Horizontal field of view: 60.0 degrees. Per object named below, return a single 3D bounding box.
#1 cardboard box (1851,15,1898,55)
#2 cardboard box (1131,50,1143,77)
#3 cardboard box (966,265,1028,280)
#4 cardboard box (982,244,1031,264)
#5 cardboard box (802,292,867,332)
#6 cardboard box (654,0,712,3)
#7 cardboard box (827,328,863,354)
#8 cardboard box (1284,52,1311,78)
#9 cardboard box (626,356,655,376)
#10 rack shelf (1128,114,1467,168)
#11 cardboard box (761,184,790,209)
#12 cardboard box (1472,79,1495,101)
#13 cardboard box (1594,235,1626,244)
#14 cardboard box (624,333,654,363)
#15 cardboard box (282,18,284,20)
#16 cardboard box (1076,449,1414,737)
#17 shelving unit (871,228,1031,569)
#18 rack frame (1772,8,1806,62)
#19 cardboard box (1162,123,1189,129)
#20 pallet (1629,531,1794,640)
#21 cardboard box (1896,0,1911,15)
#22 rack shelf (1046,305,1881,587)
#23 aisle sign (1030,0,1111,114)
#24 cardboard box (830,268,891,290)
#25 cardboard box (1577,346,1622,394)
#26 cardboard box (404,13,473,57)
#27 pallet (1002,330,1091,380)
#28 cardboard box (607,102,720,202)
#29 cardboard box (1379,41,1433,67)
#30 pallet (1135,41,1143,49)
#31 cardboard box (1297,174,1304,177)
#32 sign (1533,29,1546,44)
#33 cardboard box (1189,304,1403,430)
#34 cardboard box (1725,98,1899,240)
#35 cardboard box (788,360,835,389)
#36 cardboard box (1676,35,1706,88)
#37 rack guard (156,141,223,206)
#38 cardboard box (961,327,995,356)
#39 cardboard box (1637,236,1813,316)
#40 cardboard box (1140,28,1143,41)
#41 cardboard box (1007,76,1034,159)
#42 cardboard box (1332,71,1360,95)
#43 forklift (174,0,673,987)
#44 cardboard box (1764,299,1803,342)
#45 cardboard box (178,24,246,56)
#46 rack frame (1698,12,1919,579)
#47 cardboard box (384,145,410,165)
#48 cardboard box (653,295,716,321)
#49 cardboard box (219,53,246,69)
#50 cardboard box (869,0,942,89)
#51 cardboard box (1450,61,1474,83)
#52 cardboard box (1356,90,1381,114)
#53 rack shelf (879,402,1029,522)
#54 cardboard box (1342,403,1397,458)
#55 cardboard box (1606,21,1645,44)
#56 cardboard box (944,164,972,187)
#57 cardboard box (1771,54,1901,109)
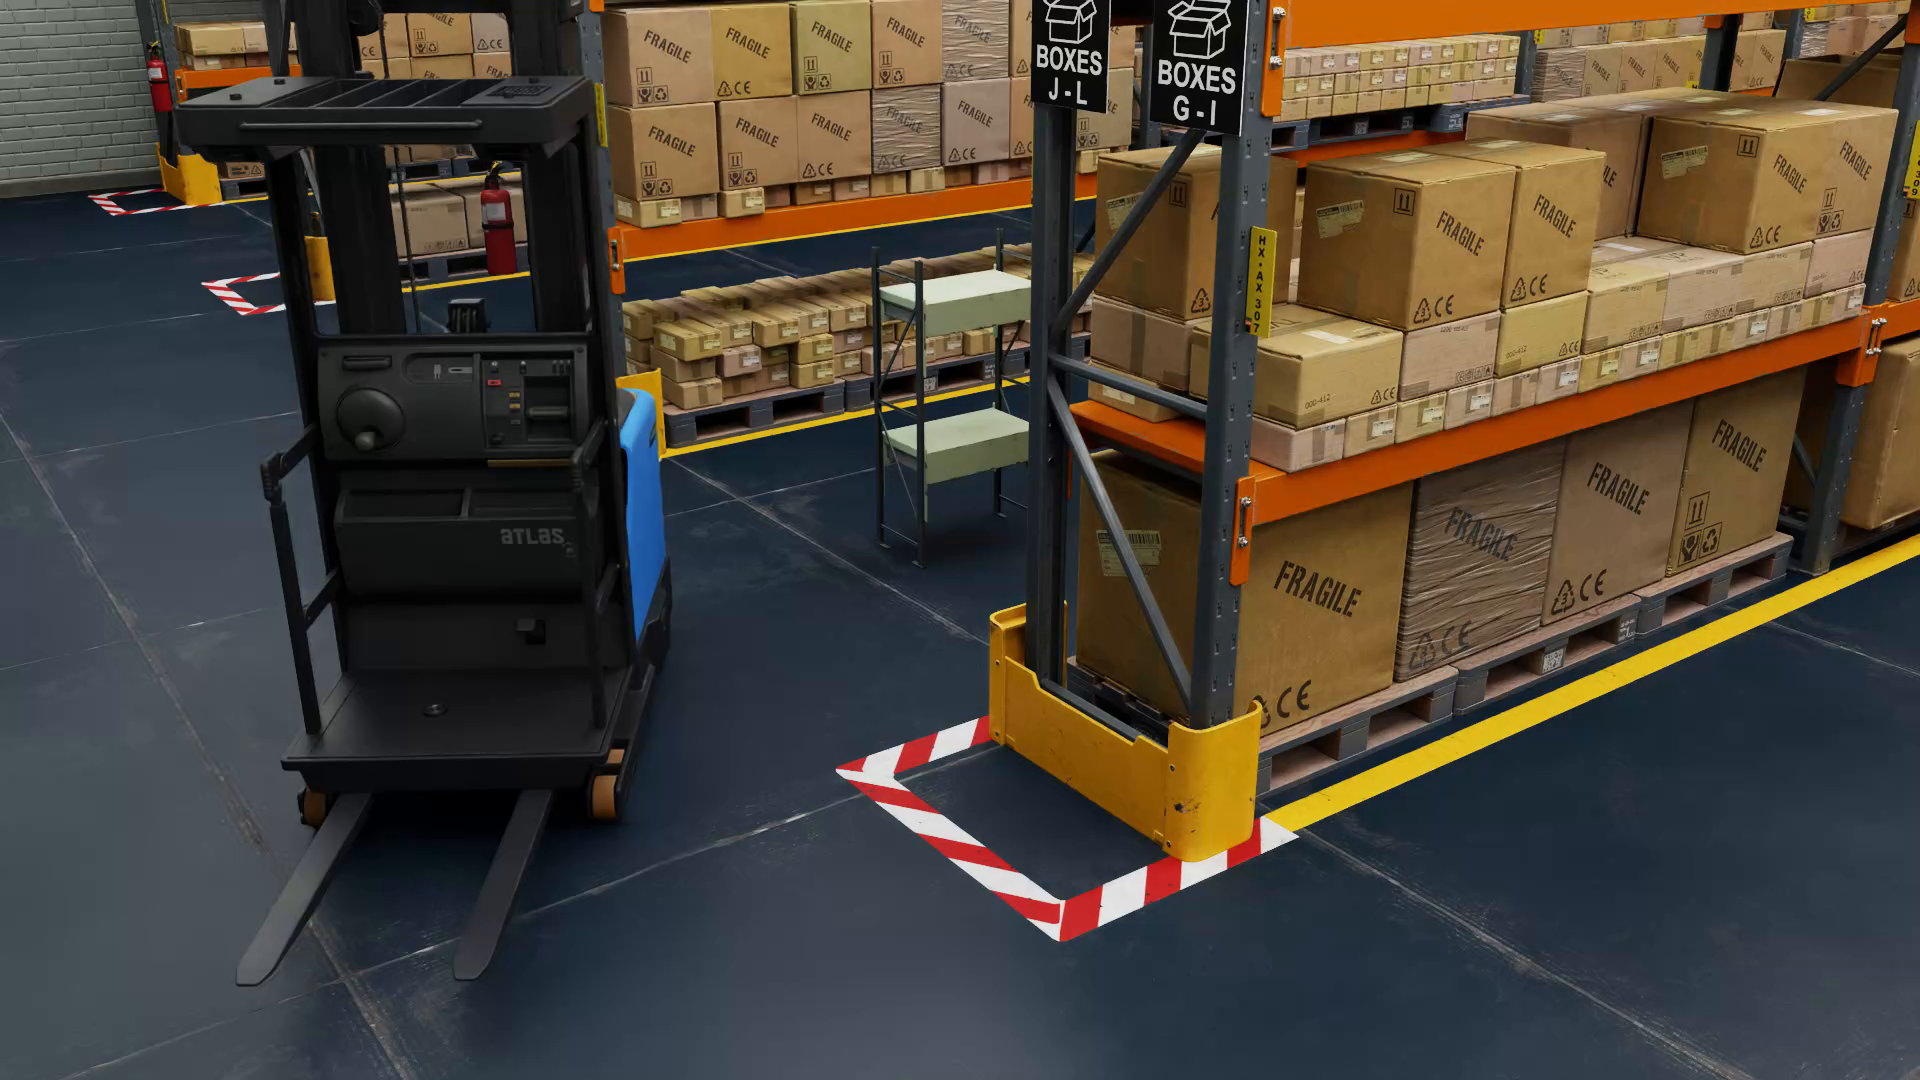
[{"bbox_3d":[8.747,-4.978,16.620,0.550,0.550,0.875,-15,26,-33],"label":"cardboard box"},{"bbox_3d":[1.232,-3.386,11.804,0.250,0.149,0.380,-14,25,-30],"label":"cardboard box"},{"bbox_3d":[0.245,-1.721,11.140,0.250,0.149,0.380,-14,26,-31],"label":"cardboard box"},{"bbox_3d":[0.361,-1.979,11.785,0.250,0.149,0.380,-13,25,-30],"label":"cardboard box"},{"bbox_3d":[-0.786,-1.426,10.399,0.250,0.149,0.380,-14,26,-31],"label":"cardboard box"},{"bbox_3d":[-1.589,-2.952,9.862,0.500,0.500,0.500,-16,27,-35],"label":"cardboard box"},{"bbox_3d":[-0.818,-1.296,10.475,0.250,0.149,0.380,-16,27,-35],"label":"cardboard box"},{"bbox_3d":[2.245,-3.357,11.732,0.250,0.149,0.380,-15,26,-34],"label":"cardboard box"},{"bbox_3d":[-1.921,-1.067,10.304,0.250,0.149,0.380,-14,26,-32],"label":"cardboard box"},{"bbox_3d":[2.644,-2.984,12.798,4.000,0.370,1.077,-15,26,-33],"label":"rack shelf"},{"bbox_3d":[-1.210,-2.082,9.904,0.250,0.149,0.380,-14,25,-30],"label":"cardboard box"},{"bbox_3d":[3.933,-3.531,12.971,0.250,0.149,0.380,-15,26,-33],"label":"cardboard box"},{"bbox_3d":[2.477,-1.197,7.150,0.500,0.250,0.500,-14,26,-32],"label":"cardboard box"},{"bbox_3d":[-1.965,-1.229,10.307,0.250,0.149,0.380,-16,27,-34],"label":"cardboard box"},{"bbox_3d":[-7.059,-5.444,17.794,0.500,0.250,0.500,-14,26,-31],"label":"cardboard box"},{"bbox_3d":[1.061,0.124,6.340,0.875,0.875,0.875,-15,26,-33],"label":"cardboard box"},{"bbox_3d":[0.005,-0.698,8.122,0.755,1.500,0.431,-15,26,-33],"label":"shelving unit"},{"bbox_3d":[7.514,-4.617,15.920,0.127,3.000,1.000,-15,26,-33],"label":"rack frame"},{"bbox_3d":[1.609,-2.911,11.416,0.250,0.149,0.380,-16,27,-35],"label":"cardboard box"},{"bbox_3d":[3.172,0.065,7.949,1.213,0.211,1.003,-15,26,-33],"label":"pallet"},{"bbox_3d":[9.157,-5.604,16.735,0.500,0.550,0.875,-15,26,-33],"label":"cardboard box"},{"bbox_3d":[2.212,-0.604,6.834,4.000,0.370,1.077,-15,26,-33],"label":"rack shelf"},{"bbox_3d":[0.354,-1.788,5.321,0.004,0.787,0.394,-15,26,-33],"label":"aisle sign"},{"bbox_3d":[-0.664,-1.690,11.061,0.250,0.149,0.380,-15,26,-33],"label":"cardboard box"},{"bbox_3d":[2.317,-0.700,6.442,0.250,0.149,0.380,-16,27,-34],"label":"cardboard box"},{"bbox_3d":[-4.228,-4.130,13.215,0.500,0.500,0.500,-16,27,-34],"label":"cardboard box"},{"bbox_3d":[0.496,-1.434,11.706,1.213,0.211,1.003,-15,26,-33],"label":"pallet"},{"bbox_3d":[-1.701,-2.218,9.372,0.500,0.500,0.500,-14,25,-30],"label":"cardboard box"},{"bbox_3d":[3.306,-3.642,12.446,0.250,0.149,0.380,-15,26,-33],"label":"cardboard box"},{"bbox_3d":[1.811,-5.316,17.929,1.003,0.211,1.213,-15,26,-33],"label":"pallet"},{"bbox_3d":[2.323,-2.731,12.987,0.500,0.250,0.500,-16,27,-35],"label":"cardboard box"},{"bbox_3d":[4.592,-4.091,13.146,0.005,0.325,0.100,-15,26,-33],"label":"sign"},{"bbox_3d":[1.135,-0.597,5.646,0.500,0.250,0.500,-16,27,-34],"label":"cardboard box"},{"bbox_3d":[3.618,-1.608,7.169,0.500,0.500,0.500,-14,26,-31],"label":"cardboard box"},{"bbox_3d":[-0.981,-1.067,10.303,0.250,0.149,0.380,-15,26,-32],"label":"cardboard box"},{"bbox_3d":[6.426,-4.251,14.868,0.500,0.500,0.500,-15,26,-32],"label":"cardboard box"},{"bbox_3d":[-8.040,-3.835,17.332,0.348,0.500,1.175,-15,26,-33],"label":"rack guard"},{"bbox_3d":[0.061,-1.345,11.000,0.250,0.149,0.380,-15,26,-33],"label":"cardboard box"},{"bbox_3d":[3.211,-1.153,7.039,0.500,0.250,0.500,-14,26,-31],"label":"cardboard box"},{"bbox_3d":[1.916,-5.362,17.560,0.250,0.149,0.380,-17,27,-36],"label":"cardboard box"},{"bbox_3d":[0.370,-2.768,10.750,0.500,0.500,0.500,-16,27,-34],"label":"cardboard box"},{"bbox_3d":[2.671,-3.334,12.076,0.250,0.149,0.380,-15,26,-34],"label":"cardboard box"},{"bbox_3d":[-1.759,-0.471,5.622,1.130,2.935,3.031,-1,22,-2],"label":"forklift"},{"bbox_3d":[3.361,-0.979,7.141,0.250,0.149,0.380,-15,26,-34],"label":"cardboard box"},{"bbox_3d":[-7.576,-5.065,16.844,0.500,0.250,0.500,-15,26,-33],"label":"cardboard box"},{"bbox_3d":[3.835,-1.371,7.786,0.127,3.000,1.000,-15,26,-33],"label":"rack frame"},{"bbox_3d":[-6.346,-4.375,18.119,0.500,0.500,0.500,-14,26,-32],"label":"cardboard box"},{"bbox_3d":[-1.707,-1.395,10.322,0.250,0.149,0.380,-14,26,-32],"label":"cardboard box"},{"bbox_3d":[-7.495,-4.920,17.019,0.250,0.149,0.380,-14,26,-32],"label":"cardboard box"},{"bbox_3d":[-0.454,-3.014,10.018,0.500,0.500,0.500,-16,27,-34],"label":"cardboard box"},{"bbox_3d":[3.704,-3.608,12.761,0.250,0.149,0.380,-14,26,-32],"label":"cardboard box"},{"bbox_3d":[2.872,-3.249,12.262,0.250,0.149,0.380,-16,27,-35],"label":"cardboard box"},{"bbox_3d":[0.005,-0.395,8.243,0.720,0.370,0.431,-15,26,-33],"label":"rack shelf"},{"bbox_3d":[1.276,-0.422,5.747,0.250,0.149,0.380,-15,26,-34],"label":"cardboard box"},{"bbox_3d":[5.462,-4.578,14.337,0.500,0.500,0.700,-15,26,-34],"label":"cardboard box"},{"bbox_3d":[-0.137,-2.353,10.584,0.250,0.149,0.380,-15,26,-34],"label":"cardboard box"},{"bbox_3d":[4.349,-2.024,7.934,0.637,0.503,0.797,-16,27,-34],"label":"cardboard box"}]
